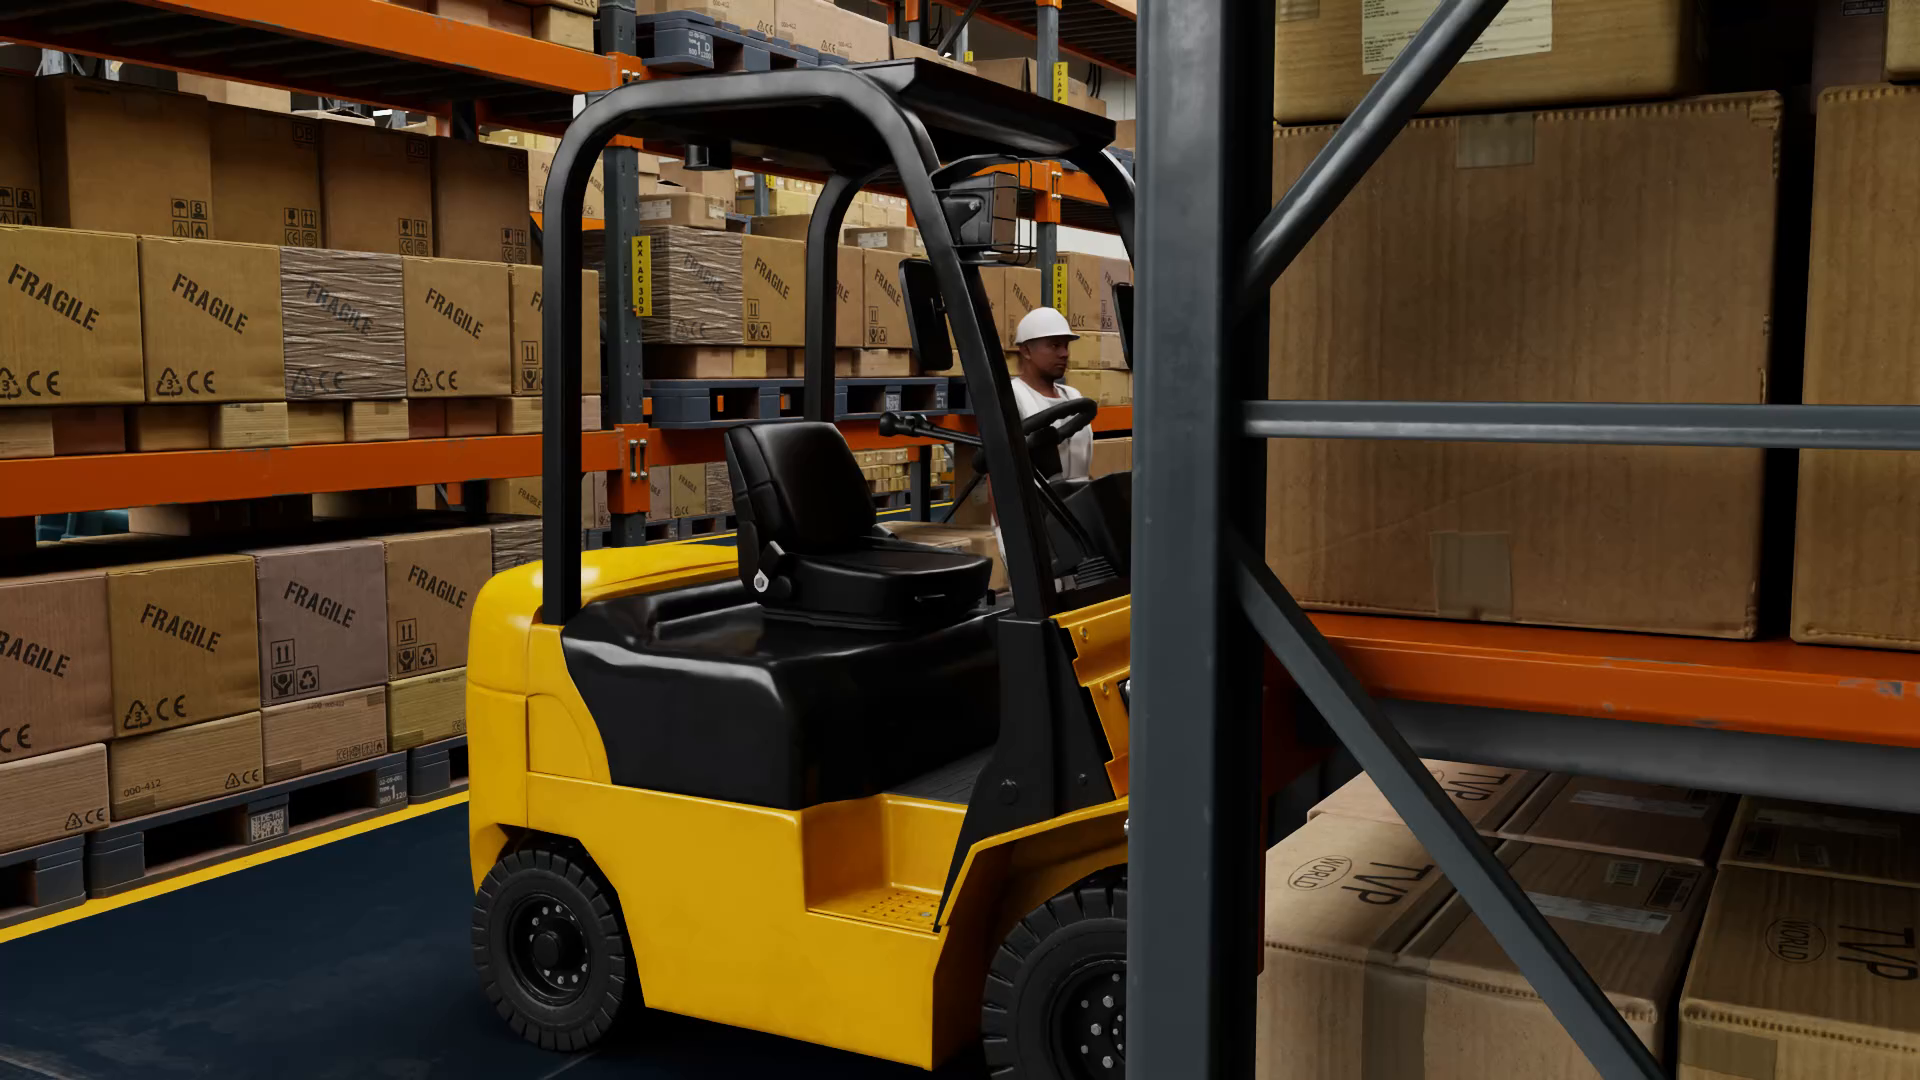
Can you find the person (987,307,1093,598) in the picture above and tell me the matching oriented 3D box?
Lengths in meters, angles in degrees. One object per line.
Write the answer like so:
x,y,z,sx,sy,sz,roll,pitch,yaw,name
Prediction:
0.343,-0.009,6.592,0.396,1.814,0.566,6,8,44,person
